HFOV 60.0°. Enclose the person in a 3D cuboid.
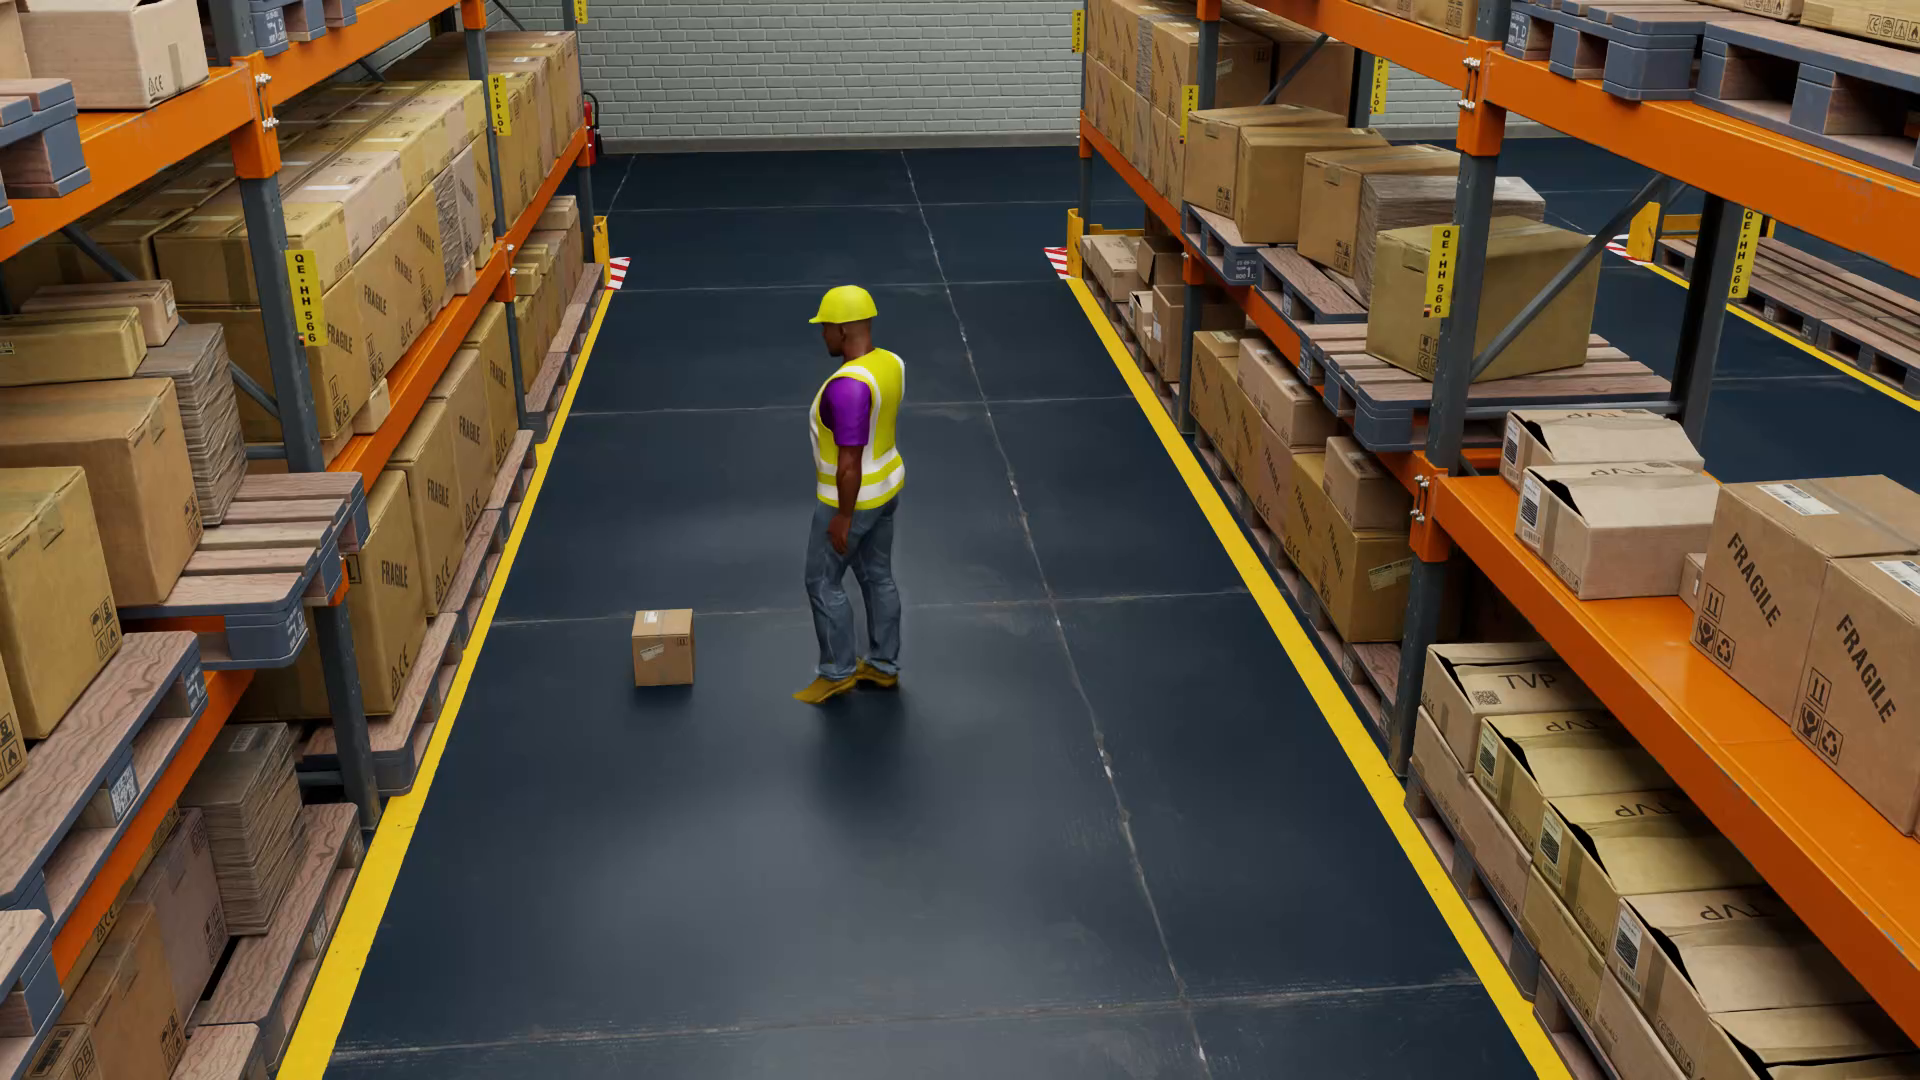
[{"bbox_3d":[8.470,0.706,3.219,19.833,3.238,0.516,10,25,21],"label":"person"}]
